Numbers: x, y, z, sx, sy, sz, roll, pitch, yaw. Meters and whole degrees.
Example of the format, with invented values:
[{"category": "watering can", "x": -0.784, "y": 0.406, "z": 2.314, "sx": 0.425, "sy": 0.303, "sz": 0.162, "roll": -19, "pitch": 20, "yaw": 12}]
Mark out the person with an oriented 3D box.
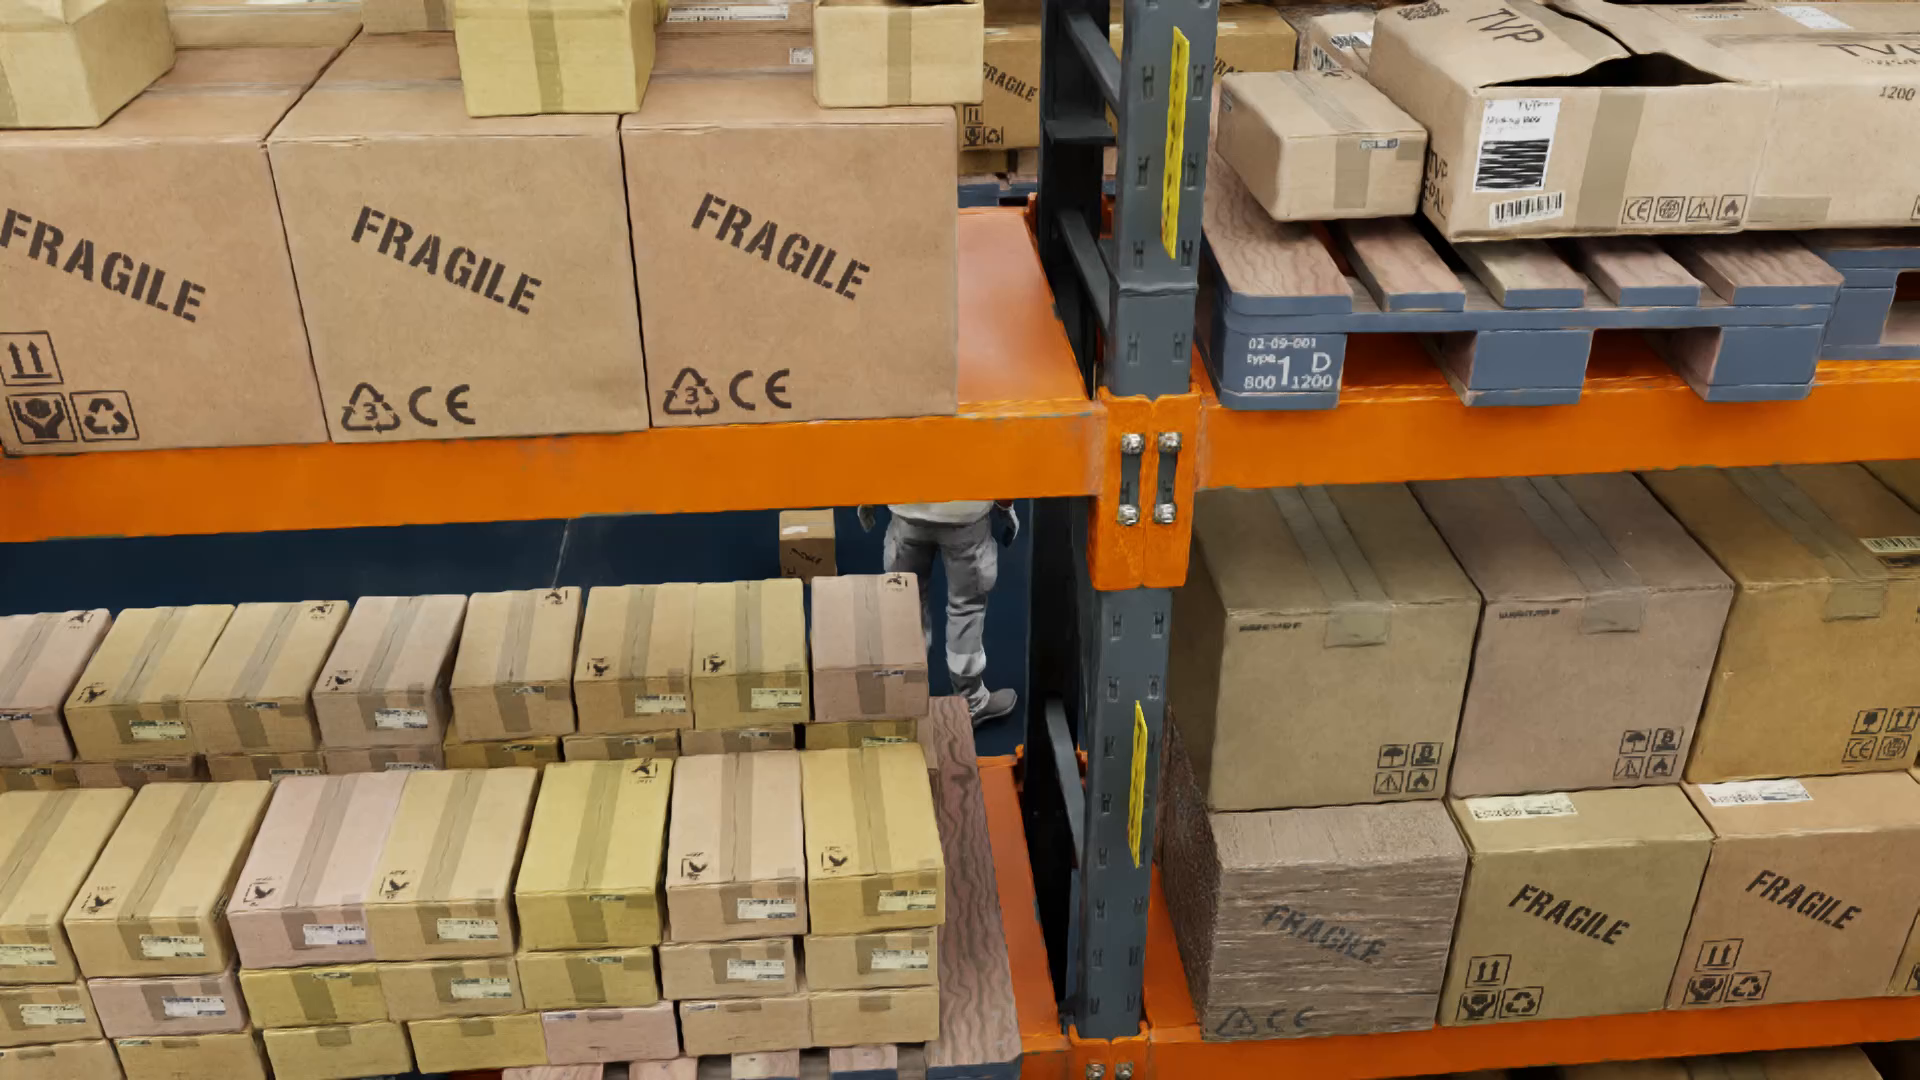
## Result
[{"category": "person", "x": -0.081, "y": -0.127, "z": 6.267, "sx": 0.622, "sy": 1.791, "sz": 0.414, "roll": 5, "pitch": 31, "yaw": 9}]
